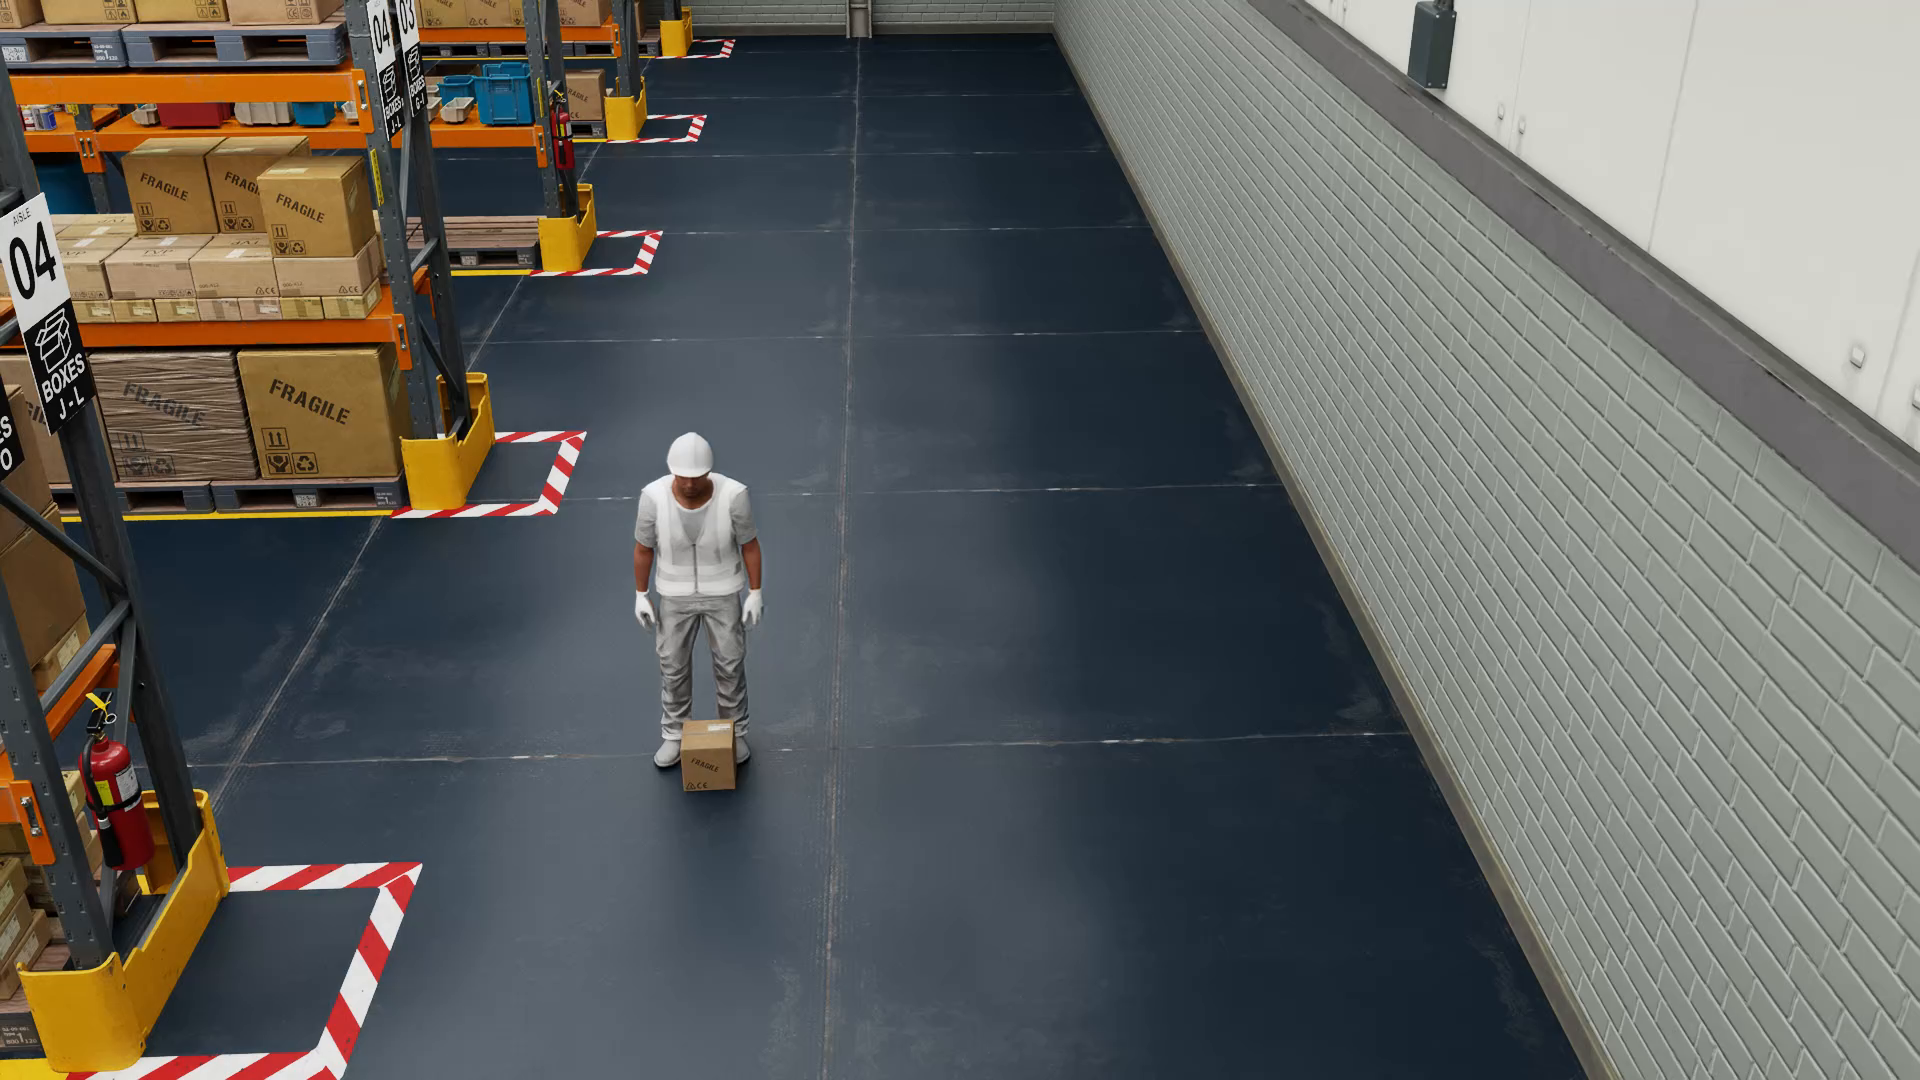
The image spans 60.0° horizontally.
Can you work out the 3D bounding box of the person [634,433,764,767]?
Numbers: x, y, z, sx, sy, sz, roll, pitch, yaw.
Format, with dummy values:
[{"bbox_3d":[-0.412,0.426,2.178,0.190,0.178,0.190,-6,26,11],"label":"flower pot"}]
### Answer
[{"bbox_3d":[-1.264,0.281,8.062,0.617,1.774,0.451,-1,27,-3],"label":"person"}]
